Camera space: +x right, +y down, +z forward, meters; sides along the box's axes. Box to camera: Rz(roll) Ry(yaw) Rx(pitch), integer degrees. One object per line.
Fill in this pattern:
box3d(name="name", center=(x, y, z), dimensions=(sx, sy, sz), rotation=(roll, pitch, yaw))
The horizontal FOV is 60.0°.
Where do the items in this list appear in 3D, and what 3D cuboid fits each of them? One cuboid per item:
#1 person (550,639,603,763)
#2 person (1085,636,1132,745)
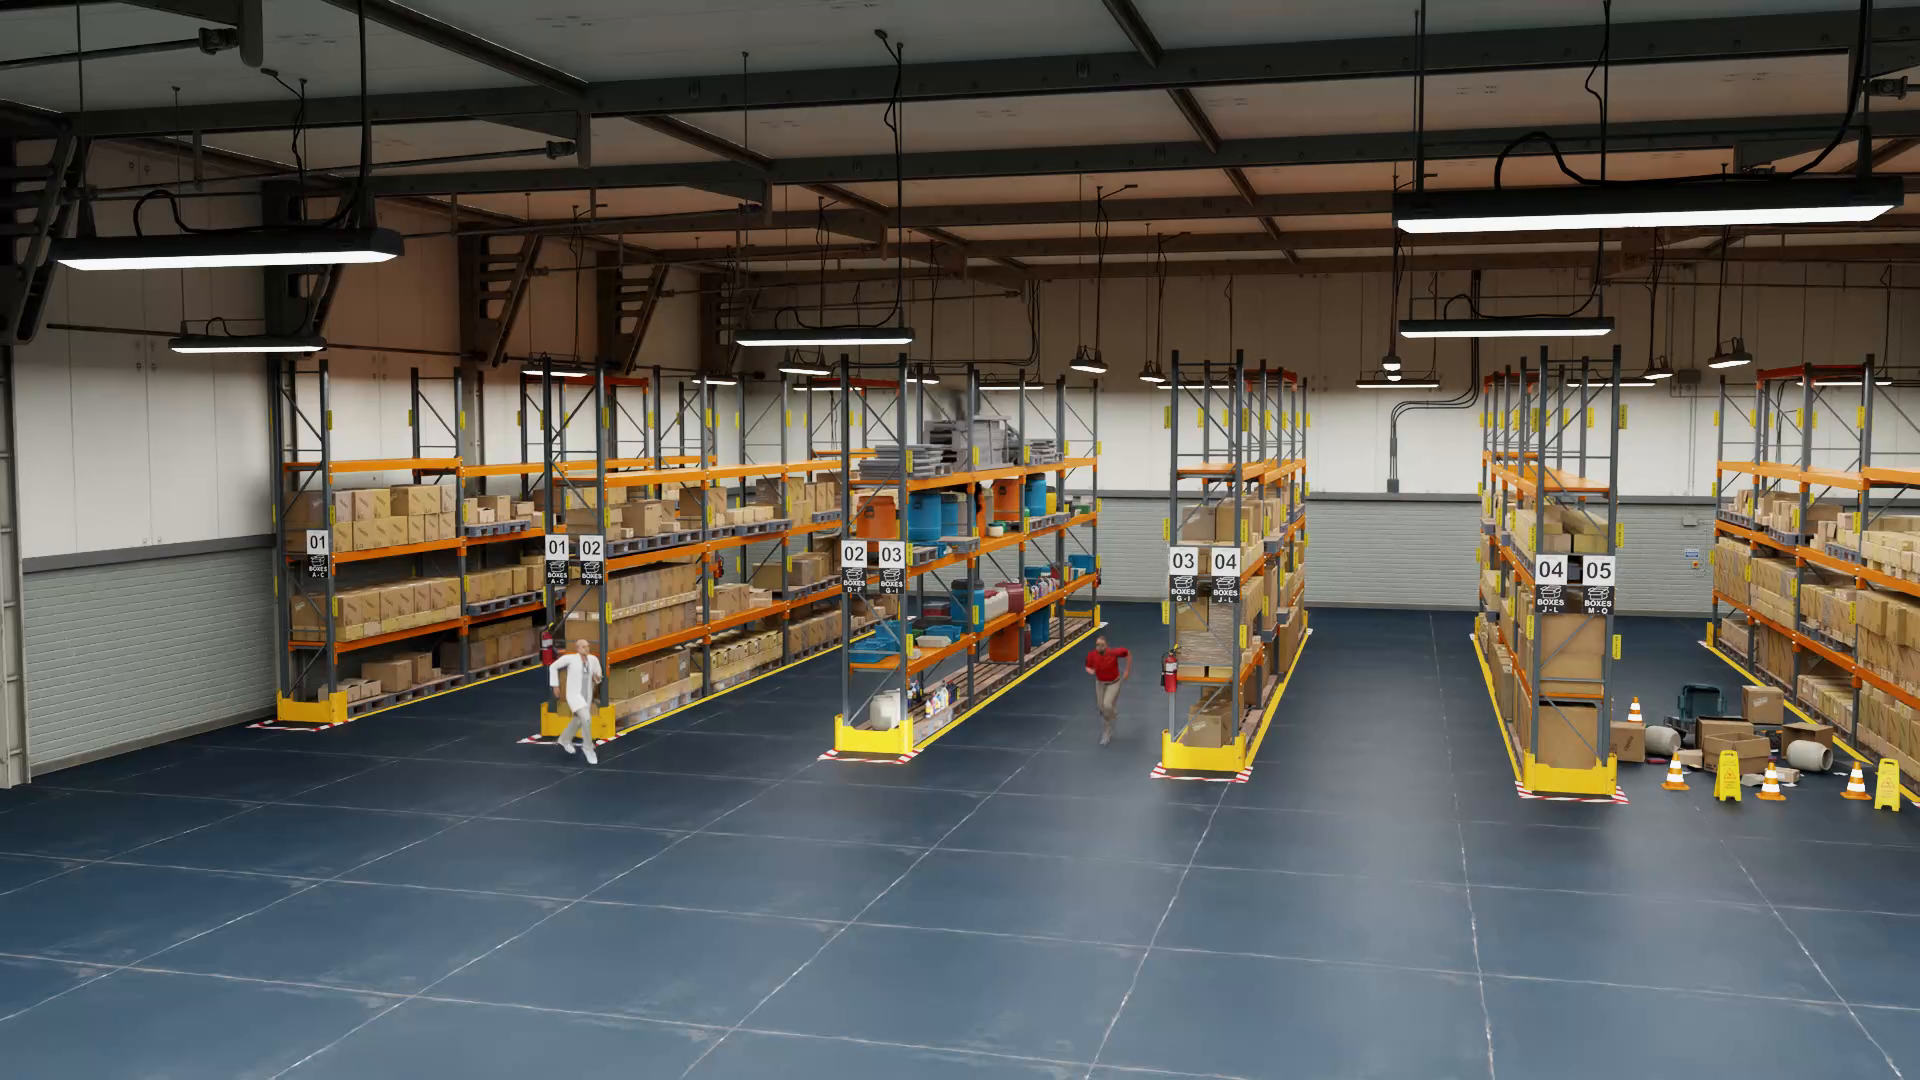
box3d(name="person", center=(-5.664, 2.360, 24.573), dimensions=(0.944, 1.832, 0.740), rotation=(4, 6, 42))
box3d(name="person", center=(2.324, 2.312, 25.879), dimensions=(0.704, 1.704, 1.016), rotation=(2, 5, 24))
